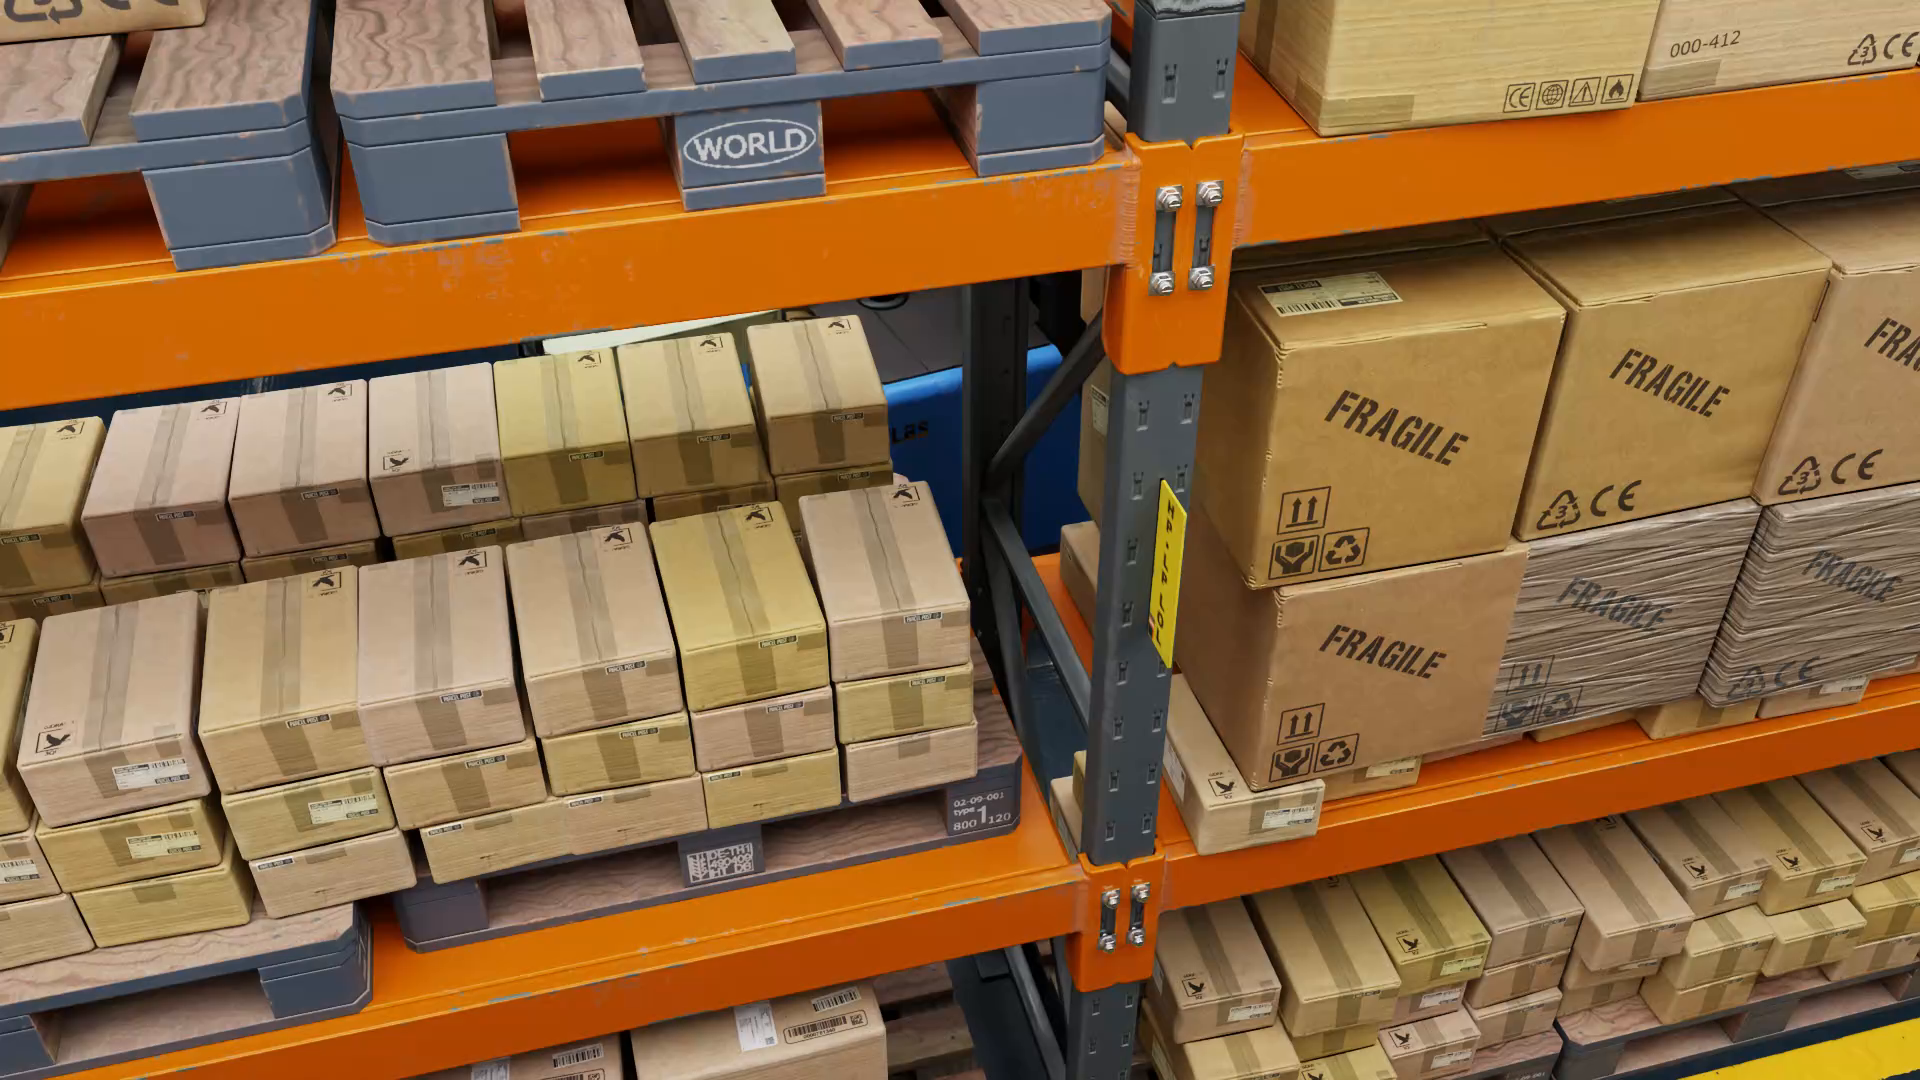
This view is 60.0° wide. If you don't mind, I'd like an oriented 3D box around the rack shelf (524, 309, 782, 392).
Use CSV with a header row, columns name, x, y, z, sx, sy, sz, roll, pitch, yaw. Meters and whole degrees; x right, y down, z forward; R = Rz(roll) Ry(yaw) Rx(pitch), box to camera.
name,x,y,z,sx,sy,sz,roll,pitch,yaw
rack shelf,-0.953,-0.589,5.144,0.720,0.370,0.431,-16,40,-20

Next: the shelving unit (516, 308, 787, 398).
name,x,y,z,sx,sy,sz,roll,pitch,yaw
shelving unit,-0.953,-0.279,5.381,0.755,1.500,0.431,-16,40,-20

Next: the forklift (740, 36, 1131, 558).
name,x,y,z,sx,sy,sz,roll,pitch,yaw
forklift,0.756,-1.370,5.628,3.031,2.935,1.130,-16,40,-20

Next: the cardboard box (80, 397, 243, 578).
name,x,y,z,sx,sy,sz,roll,pitch,yaw
cardboard box,-1.555,-0.110,3.297,0.250,0.149,0.380,-8,38,-10

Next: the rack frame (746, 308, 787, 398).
name,x,y,z,sx,sy,sz,roll,pitch,yaw
rack frame,-0.621,-0.373,5.503,0.023,1.500,0.400,-16,40,-20

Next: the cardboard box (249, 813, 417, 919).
name,x,y,z,sx,sy,sz,roll,pitch,yaw
cardboard box,-1.140,0.474,3.023,0.250,0.149,0.380,-11,39,-14

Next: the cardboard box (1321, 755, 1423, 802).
name,x,y,z,sx,sy,sz,roll,pitch,yaw
cardboard box,0.782,0.357,3.521,0.250,0.149,0.380,-8,38,-11

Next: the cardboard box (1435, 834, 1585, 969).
name,x,y,z,sx,sy,sz,roll,pitch,yaw
cardboard box,1.338,0.859,4.170,0.250,0.149,0.380,-10,39,-13

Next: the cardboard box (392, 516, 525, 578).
name,x,y,z,sx,sy,sz,roll,pitch,yaw
cardboard box,-1.057,-0.073,3.493,0.250,0.149,0.380,-11,39,-14

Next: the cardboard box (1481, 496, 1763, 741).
name,x,y,z,sx,sy,sz,roll,pitch,yaw
cardboard box,1.213,0.024,3.423,0.500,0.500,0.500,-9,38,-12

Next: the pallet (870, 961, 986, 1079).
name,x,y,z,sx,sy,sz,roll,pitch,yaw
pallet,-0.558,1.427,4.211,1.213,0.211,1.003,-9,38,-12

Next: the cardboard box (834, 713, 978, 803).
name,x,y,z,sx,sy,sz,roll,pitch,yaw
cardboard box,-0.139,0.307,3.241,0.250,0.149,0.380,-10,39,-13

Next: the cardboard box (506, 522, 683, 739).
name,x,y,z,sx,sy,sz,roll,pitch,yaw
cardboard box,-0.653,0.152,2.953,0.250,0.149,0.380,-11,39,-13

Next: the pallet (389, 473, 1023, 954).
name,x,y,z,sx,sy,sz,roll,pitch,yaw
pallet,-0.583,0.307,3.538,1.213,0.211,1.003,-9,38,-12

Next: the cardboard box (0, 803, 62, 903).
name,x,y,z,sx,sy,sz,roll,pitch,yaw
cardboard box,-1.647,0.435,2.829,0.250,0.149,0.380,-8,38,-10

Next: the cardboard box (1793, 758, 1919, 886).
name,x,y,z,sx,sy,sz,roll,pitch,yaw
cardboard box,2.340,0.700,4.377,0.250,0.149,0.380,-11,39,-13

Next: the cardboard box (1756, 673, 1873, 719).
name,x,y,z,sx,sy,sz,roll,pitch,yaw
cardboard box,1.810,0.205,3.721,0.250,0.149,0.380,-8,38,-10

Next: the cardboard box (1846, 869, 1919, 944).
name,x,y,z,sx,sy,sz,roll,pitch,yaw
cardboard box,2.369,0.862,4.410,0.250,0.149,0.380,-7,38,-10

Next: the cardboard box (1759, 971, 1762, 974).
name,x,y,z,sx,sy,sz,roll,pitch,yaw
cardboard box,2.104,0.975,4.507,0.250,0.149,0.380,-8,38,-11

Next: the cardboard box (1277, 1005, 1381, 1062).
name,x,y,z,sx,sy,sz,roll,pitch,yaw
cardboard box,0.847,1.080,4.126,0.250,0.149,0.380,-9,38,-12

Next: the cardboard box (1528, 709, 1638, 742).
name,x,y,z,sx,sy,sz,roll,pitch,yaw
cardboard box,1.289,0.245,3.668,0.250,0.149,0.380,-11,39,-14

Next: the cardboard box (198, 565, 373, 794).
name,x,y,z,sx,sy,sz,roll,pitch,yaw
cardboard box,-1.144,0.231,2.851,0.250,0.149,0.380,-11,39,-13

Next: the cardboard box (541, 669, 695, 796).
name,x,y,z,sx,sy,sz,roll,pitch,yaw
cardboard box,-0.634,0.269,3.046,0.250,0.149,0.380,-8,38,-10

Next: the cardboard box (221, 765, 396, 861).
name,x,y,z,sx,sy,sz,roll,pitch,yaw
cardboard box,-1.148,0.355,2.934,0.250,0.149,0.380,-11,39,-14

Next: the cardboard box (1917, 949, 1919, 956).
name,x,y,z,sx,sy,sz,roll,pitch,yaw
cardboard box,2.637,0.948,4.543,0.250,0.149,0.380,-11,39,-14

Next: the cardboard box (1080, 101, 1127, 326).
name,x,y,z,sx,sy,sz,roll,pitch,yaw
cardboard box,0.576,-0.593,3.407,0.500,0.500,0.500,-11,39,-14

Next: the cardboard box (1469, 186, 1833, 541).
name,x,y,z,sx,sy,sz,roll,pitch,yaw
cardboard box,1.189,-0.380,3.128,0.500,0.500,0.500,-10,39,-13

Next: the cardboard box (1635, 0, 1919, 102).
name,x,y,z,sx,sy,sz,roll,pitch,yaw
cardboard box,1.190,-0.940,2.665,0.500,0.250,0.500,-10,39,-13

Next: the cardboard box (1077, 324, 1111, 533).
name,x,y,z,sx,sy,sz,roll,pitch,yaw
cardboard box,0.586,-0.205,3.723,0.500,0.500,0.500,-9,38,-12

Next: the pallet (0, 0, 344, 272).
name,x,y,z,sx,sy,sz,roll,pitch,yaw
pallet,-1.431,-0.721,2.409,1.003,0.211,1.213,-9,38,-12

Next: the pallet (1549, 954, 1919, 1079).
name,x,y,z,sx,sy,sz,roll,pitch,yaw
pallet,2.012,0.980,4.795,1.213,0.211,1.003,-9,38,-12

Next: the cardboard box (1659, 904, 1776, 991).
name,x,y,z,sx,sy,sz,roll,pitch,yaw
cardboard box,1.866,0.946,4.300,0.250,0.149,0.380,-10,38,-12

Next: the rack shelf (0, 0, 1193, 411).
name,x,y,z,sx,sy,sz,roll,pitch,yaw
rack shelf,-1.738,-0.394,2.420,4.000,0.370,1.077,-9,38,-12

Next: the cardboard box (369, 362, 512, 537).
name,x,y,z,sx,sy,sz,roll,pitch,yaw
cardboard box,-1.065,-0.191,3.402,0.250,0.149,0.380,-10,38,-13

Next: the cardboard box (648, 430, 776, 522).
name,x,y,z,sx,sy,sz,roll,pitch,yaw
cardboard box,-0.557,-0.155,3.601,0.250,0.149,0.380,-10,39,-13

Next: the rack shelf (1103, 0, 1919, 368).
name,x,y,z,sx,sy,sz,roll,pitch,yaw
rack shelf,2.124,-1.028,3.248,4.000,0.370,1.077,-9,38,-12

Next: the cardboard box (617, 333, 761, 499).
name,x,y,z,sx,sy,sz,roll,pitch,yaw
cardboard box,-0.575,-0.268,3.503,0.250,0.149,0.380,-8,38,-11

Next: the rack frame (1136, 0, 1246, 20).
name,x,y,z,sx,sy,sz,roll,pitch,yaw
rack frame,0.193,-2.188,1.704,0.127,3.000,1.000,-9,38,-12

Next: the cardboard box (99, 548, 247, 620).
name,x,y,z,sx,sy,sz,roll,pitch,yaw
cardboard box,-1.573,0.013,3.380,0.250,0.149,0.380,-10,39,-13

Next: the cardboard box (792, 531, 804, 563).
name,x,y,z,sx,sy,sz,roll,pitch,yaw
cardboard box,-0.307,-0.080,3.746,0.250,0.149,0.380,-11,39,-14

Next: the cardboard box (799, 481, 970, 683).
name,x,y,z,sx,sy,sz,roll,pitch,yaw
cardboard box,-0.144,0.070,3.062,0.250,0.149,0.380,-8,38,-10

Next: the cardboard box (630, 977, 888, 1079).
name,x,y,z,sx,sy,sz,roll,pitch,yaw
cardboard box,-0.460,0.989,3.582,0.500,0.250,0.500,-10,39,-13

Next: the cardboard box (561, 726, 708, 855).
name,x,y,z,sx,sy,sz,roll,pitch,yaw
cardboard box,-0.630,0.387,3.137,0.250,0.149,0.380,-9,38,-12

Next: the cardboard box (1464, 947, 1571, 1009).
name,x,y,z,sx,sy,sz,roll,pitch,yaw
cardboard box,1.335,0.979,4.257,0.250,0.149,0.380,-11,39,-14

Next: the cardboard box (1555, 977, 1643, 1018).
name,x,y,z,sx,sy,sz,roll,pitch,yaw
cardboard box,1.594,1.046,4.414,0.250,0.149,0.380,-11,39,-14

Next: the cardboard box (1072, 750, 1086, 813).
name,x,y,z,sx,sy,sz,roll,pitch,yaw
cardboard box,0.469,0.715,4.358,0.250,0.149,0.380,-8,38,-11

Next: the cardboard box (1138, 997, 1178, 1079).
name,x,y,z,sx,sy,sz,roll,pitch,yaw
cardboard box,0.628,1.291,4.094,0.250,0.149,0.380,-11,39,-14

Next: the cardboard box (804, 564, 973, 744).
name,x,y,z,sx,sy,sz,roll,pitch,yaw
cardboard box,-0.140,0.189,3.151,0.250,0.149,0.380,-8,38,-11

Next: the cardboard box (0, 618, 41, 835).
name,x,y,z,sx,sy,sz,roll,pitch,yaw
cardboard box,-1.662,0.319,2.735,0.250,0.149,0.380,-10,39,-13

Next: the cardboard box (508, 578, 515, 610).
name,x,y,z,sx,sy,sz,roll,pitch,yaw
cardboard box,-1.058,0.044,3.584,0.250,0.149,0.380,-9,38,-11

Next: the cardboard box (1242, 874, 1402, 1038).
name,x,y,z,sx,sy,sz,roll,pitch,yaw
cardboard box,0.861,0.982,4.008,0.250,0.149,0.380,-8,38,-10

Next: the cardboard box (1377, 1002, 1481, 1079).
name,x,y,z,sx,sy,sz,roll,pitch,yaw
cardboard box,1.112,1.179,4.241,0.250,0.149,0.380,-9,38,-12

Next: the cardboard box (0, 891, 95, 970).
name,x,y,z,sx,sy,sz,roll,pitch,yaw
cardboard box,-1.653,0.557,2.914,0.250,0.149,0.380,-11,39,-13

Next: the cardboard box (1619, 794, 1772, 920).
name,x,y,z,sx,sy,sz,roll,pitch,yaw
cardboard box,1.847,0.775,4.280,0.250,0.149,0.380,-11,39,-14

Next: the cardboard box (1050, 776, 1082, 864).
name,x,y,z,sx,sy,sz,roll,pitch,yaw
cardboard box,0.414,0.806,4.484,0.250,0.149,0.380,-9,38,-11

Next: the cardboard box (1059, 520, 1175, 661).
name,x,y,z,sx,sy,sz,roll,pitch,yaw
cardboard box,0.408,0.112,3.841,0.250,0.149,0.380,-10,38,-12
